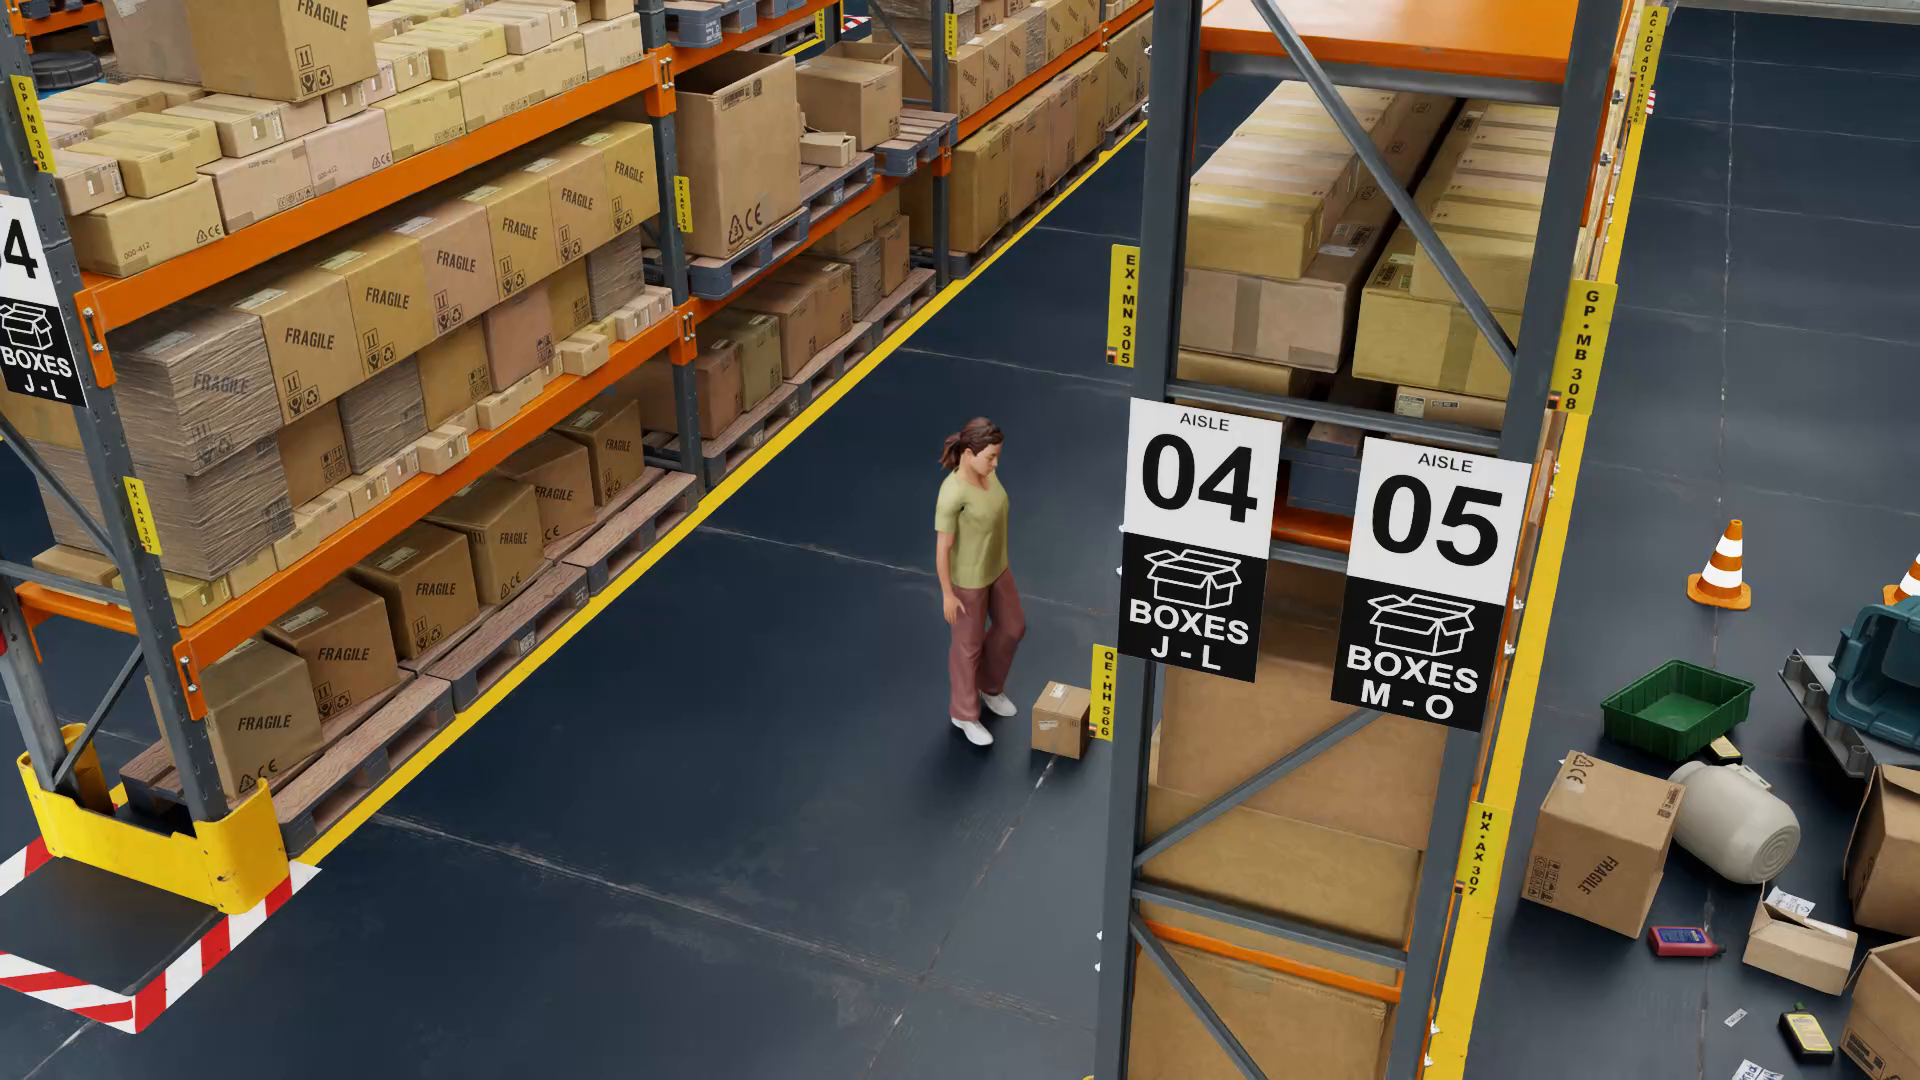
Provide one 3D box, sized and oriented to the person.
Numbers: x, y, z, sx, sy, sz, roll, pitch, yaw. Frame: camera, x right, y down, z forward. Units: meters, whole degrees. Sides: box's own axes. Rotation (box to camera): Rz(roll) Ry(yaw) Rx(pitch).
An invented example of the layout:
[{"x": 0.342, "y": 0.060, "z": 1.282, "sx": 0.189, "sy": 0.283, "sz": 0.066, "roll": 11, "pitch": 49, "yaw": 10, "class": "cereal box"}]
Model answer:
[{"x": 0.071, "y": 0.197, "z": 8.035, "sx": 0.392, "sy": 1.703, "sz": 0.531, "roll": 18, "pitch": 34, "yaw": 29, "class": "person"}]
